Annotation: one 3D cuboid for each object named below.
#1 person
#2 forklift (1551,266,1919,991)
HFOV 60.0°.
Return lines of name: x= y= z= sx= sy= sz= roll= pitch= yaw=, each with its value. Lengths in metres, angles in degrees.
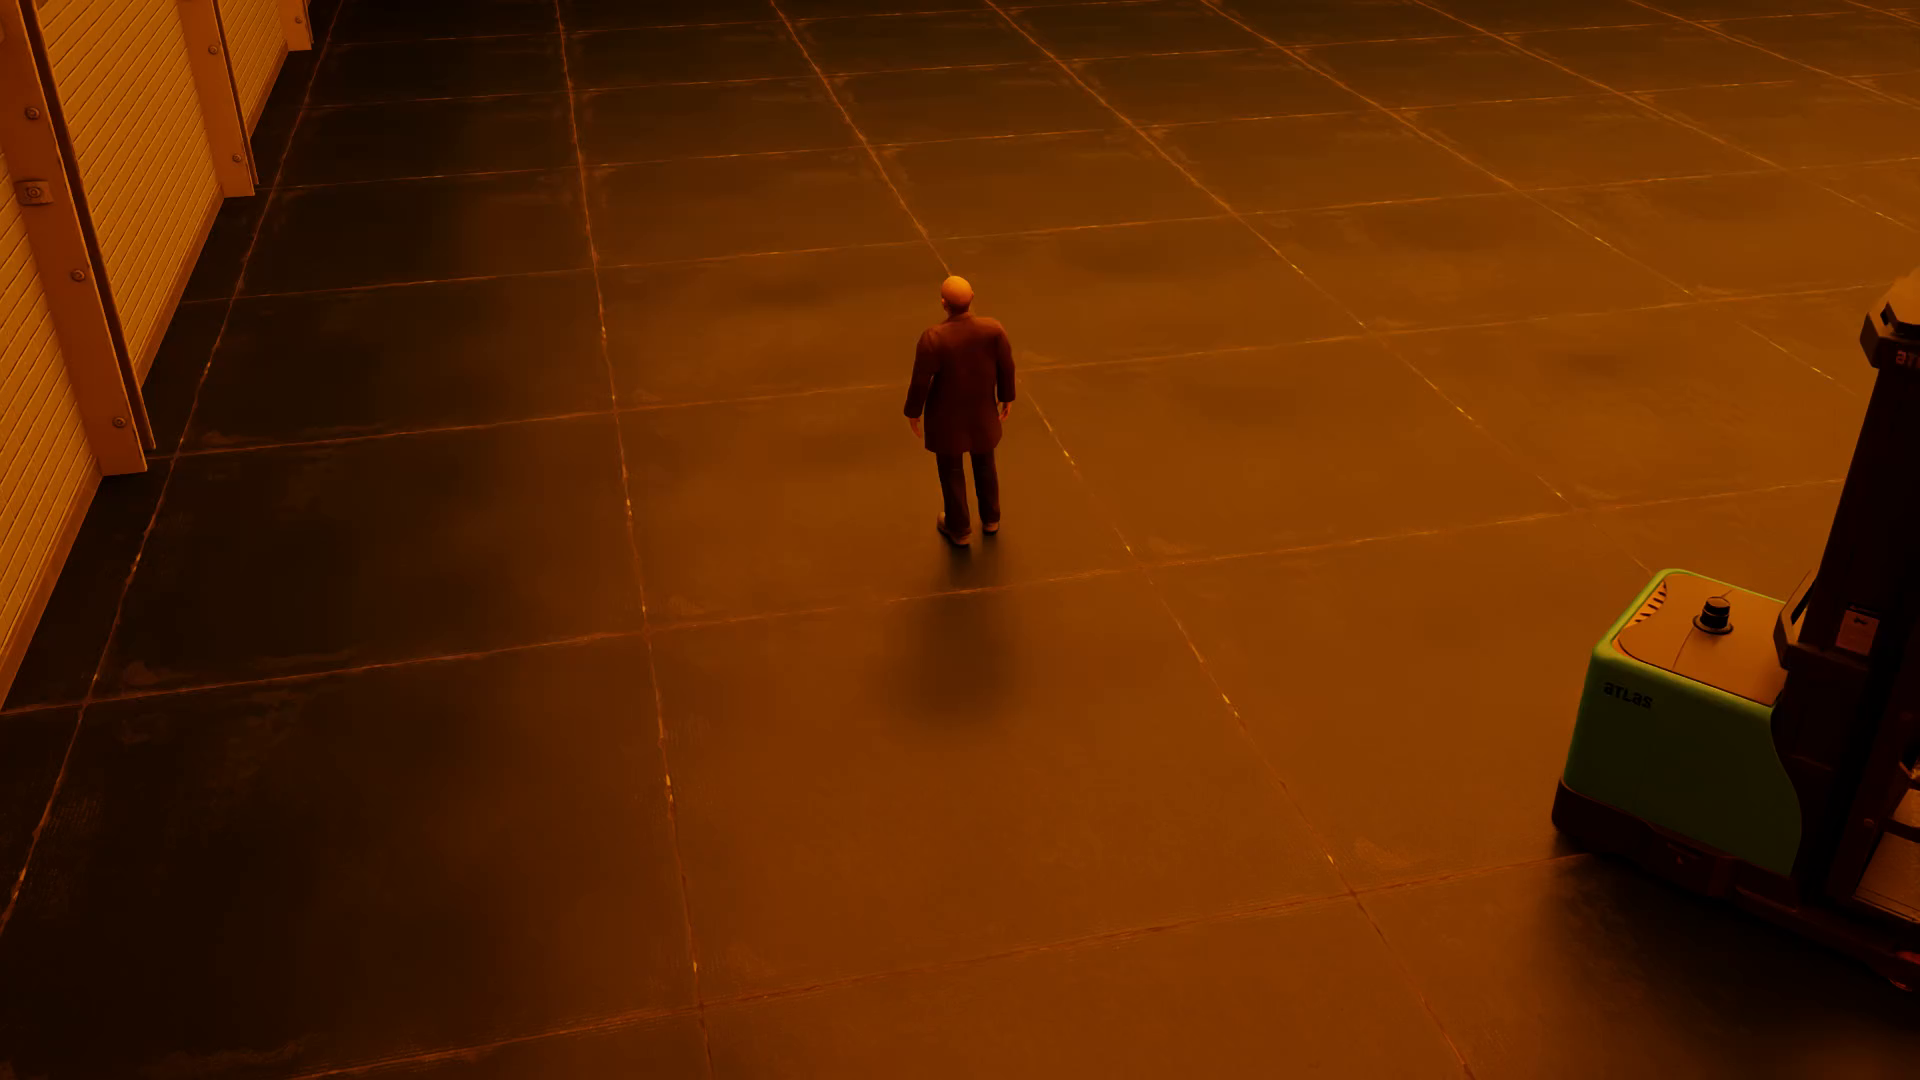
person: x=-0.016 y=-0.820 z=10.128 sx=0.696 sy=1.776 sz=0.582 roll=-7 pitch=31 yaw=-12
forklift: x=4.320 y=0.427 z=6.836 sx=3.031 sy=2.935 sz=1.130 roll=22 pitch=37 yaw=33
